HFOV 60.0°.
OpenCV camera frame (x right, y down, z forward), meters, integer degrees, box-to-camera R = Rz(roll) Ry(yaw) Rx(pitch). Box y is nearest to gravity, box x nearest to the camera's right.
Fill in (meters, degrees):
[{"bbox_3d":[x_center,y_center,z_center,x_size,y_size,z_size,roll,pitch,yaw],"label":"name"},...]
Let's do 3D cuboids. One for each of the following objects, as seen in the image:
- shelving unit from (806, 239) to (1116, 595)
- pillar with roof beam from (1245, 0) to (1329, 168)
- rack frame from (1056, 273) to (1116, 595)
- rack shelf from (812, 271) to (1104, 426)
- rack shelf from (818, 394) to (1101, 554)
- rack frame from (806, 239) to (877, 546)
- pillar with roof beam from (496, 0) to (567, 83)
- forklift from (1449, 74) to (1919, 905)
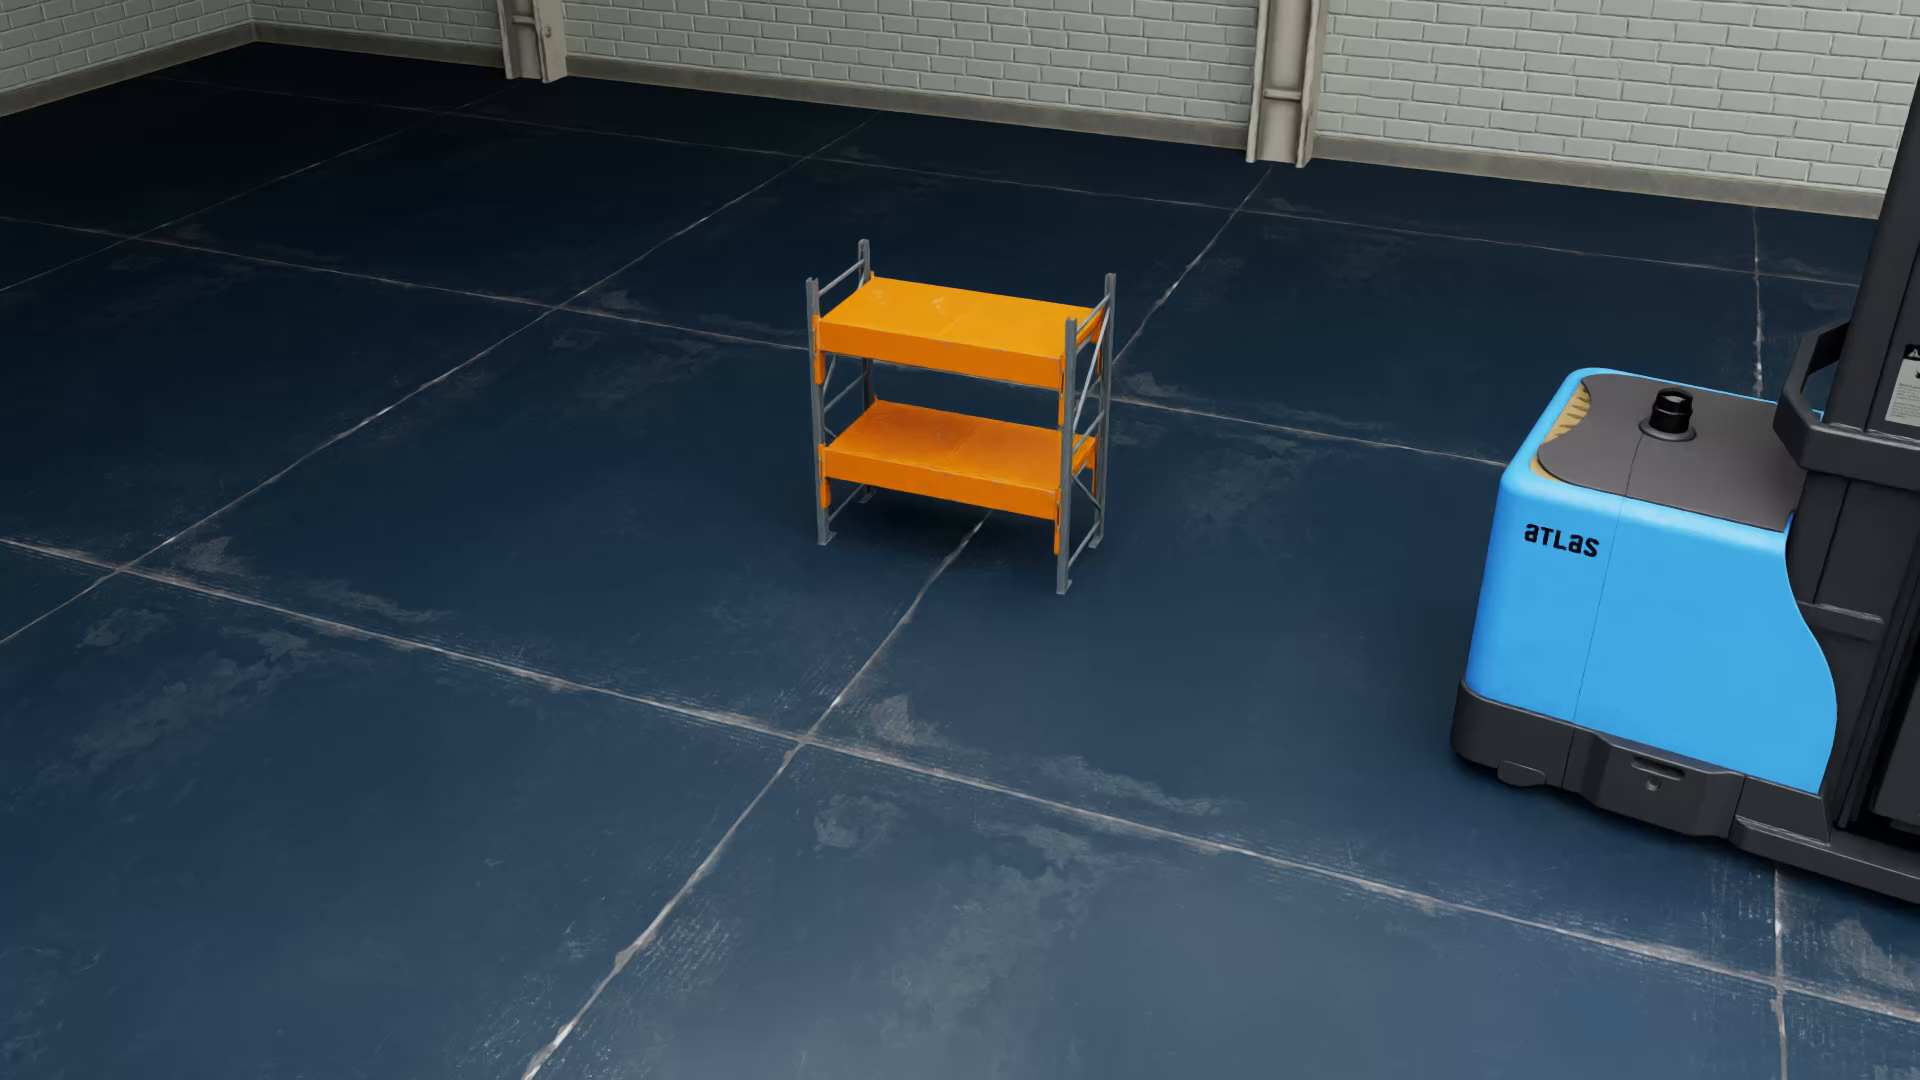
[{"bbox_3d":[0.006,-0.488,6.471,1.048,1.125,0.538,11,31,19],"label":"shelving unit"},{"bbox_3d":[0.560,-4.558,5.668,0.400,9.000,9.100,11,31,19],"label":"pillar with roof beam"},{"bbox_3d":[0.477,-0.394,6.305,0.032,1.125,0.500,11,31,19],"label":"rack frame"},{"bbox_3d":[0.006,-0.743,6.327,1.000,0.278,0.538,11,31,19],"label":"rack shelf"},{"bbox_3d":[0.006,-0.276,6.591,1.000,0.278,0.538,11,31,19],"label":"rack shelf"},{"bbox_3d":[-0.465,-0.582,6.637,0.032,1.125,0.500,11,31,19],"label":"rack frame"},{"bbox_3d":[-5.000,-5.668,7.632,0.400,9.000,9.100,11,31,19],"label":"pillar with roof beam"},{"bbox_3d":[3.132,-0.373,4.430,3.031,2.935,1.130,16,33,26],"label":"forklift"}]
